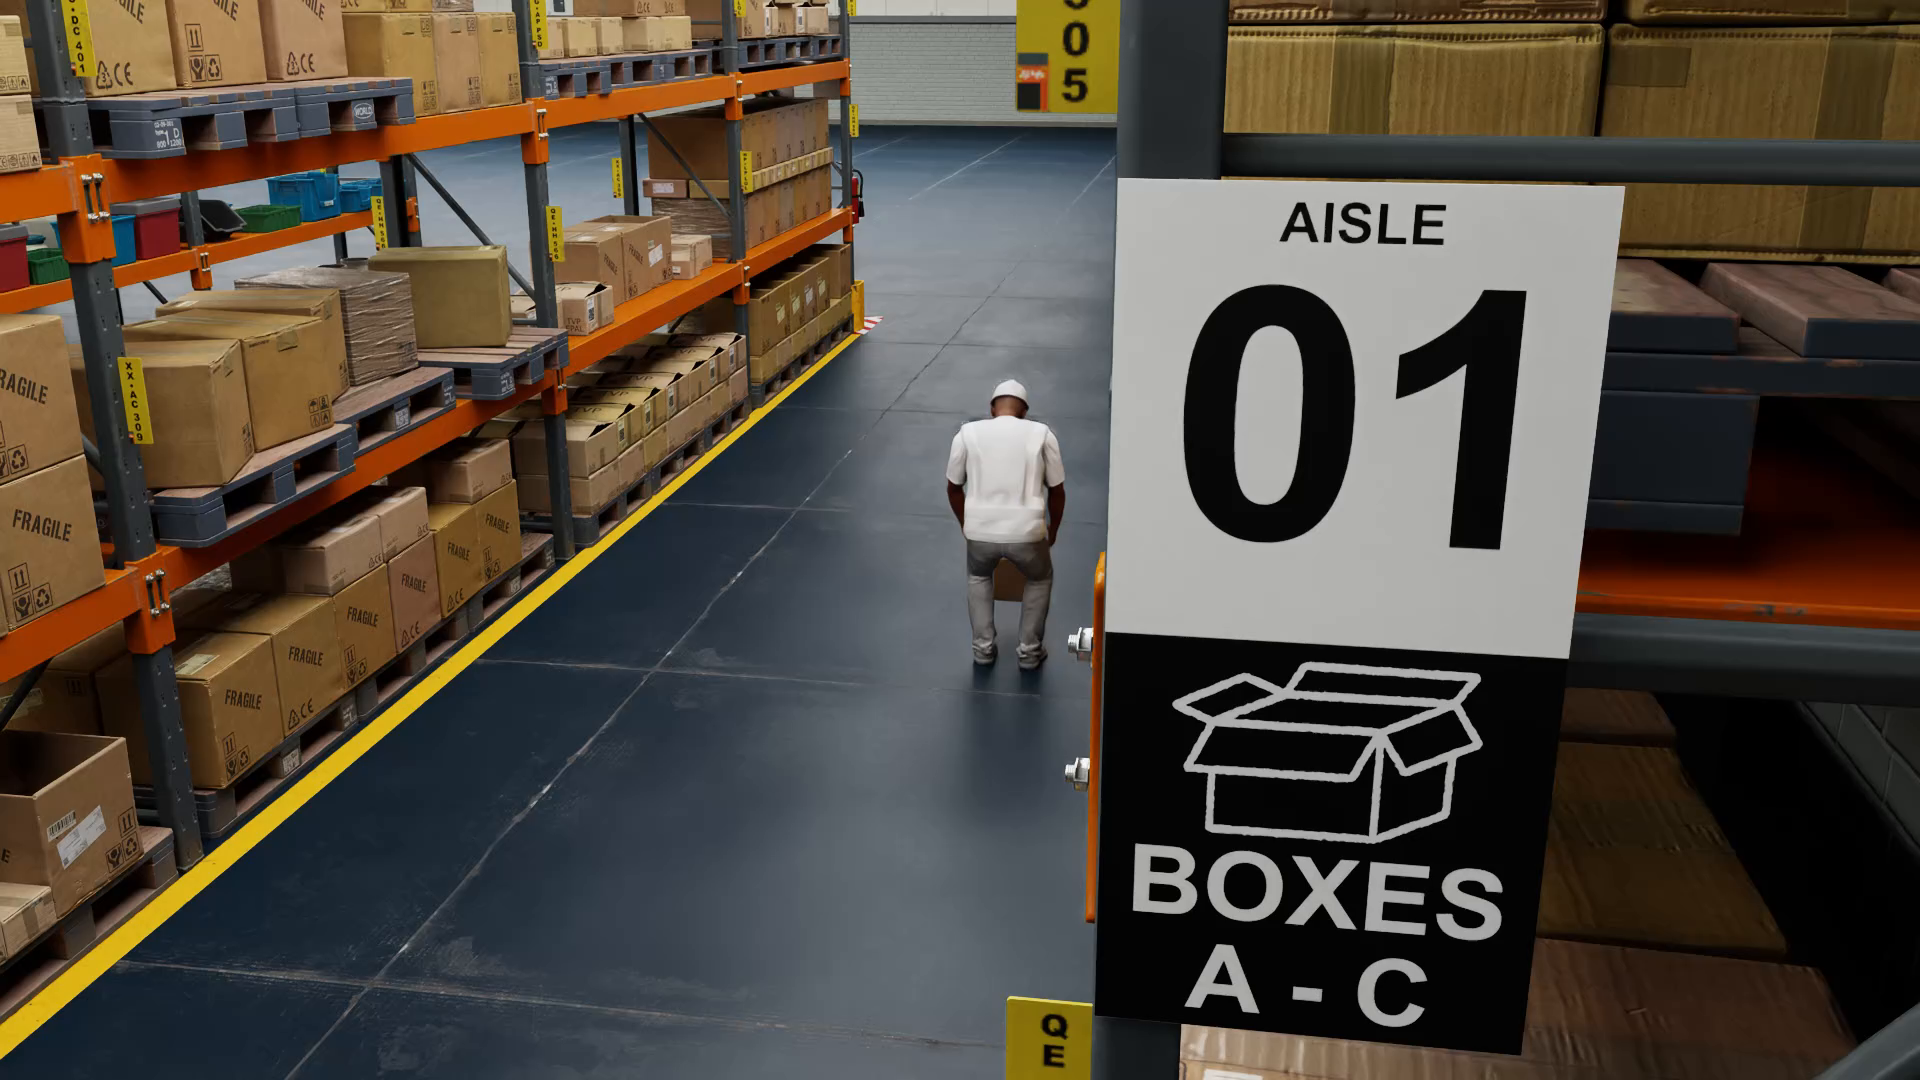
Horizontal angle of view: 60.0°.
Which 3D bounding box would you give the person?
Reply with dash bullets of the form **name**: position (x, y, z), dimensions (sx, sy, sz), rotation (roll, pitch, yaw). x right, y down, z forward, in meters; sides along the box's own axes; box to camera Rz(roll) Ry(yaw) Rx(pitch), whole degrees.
- **person**: position (0.227, -0.075, 8.750), dimensions (0.630, 1.460, 0.727), rotation (3, 18, 10)
